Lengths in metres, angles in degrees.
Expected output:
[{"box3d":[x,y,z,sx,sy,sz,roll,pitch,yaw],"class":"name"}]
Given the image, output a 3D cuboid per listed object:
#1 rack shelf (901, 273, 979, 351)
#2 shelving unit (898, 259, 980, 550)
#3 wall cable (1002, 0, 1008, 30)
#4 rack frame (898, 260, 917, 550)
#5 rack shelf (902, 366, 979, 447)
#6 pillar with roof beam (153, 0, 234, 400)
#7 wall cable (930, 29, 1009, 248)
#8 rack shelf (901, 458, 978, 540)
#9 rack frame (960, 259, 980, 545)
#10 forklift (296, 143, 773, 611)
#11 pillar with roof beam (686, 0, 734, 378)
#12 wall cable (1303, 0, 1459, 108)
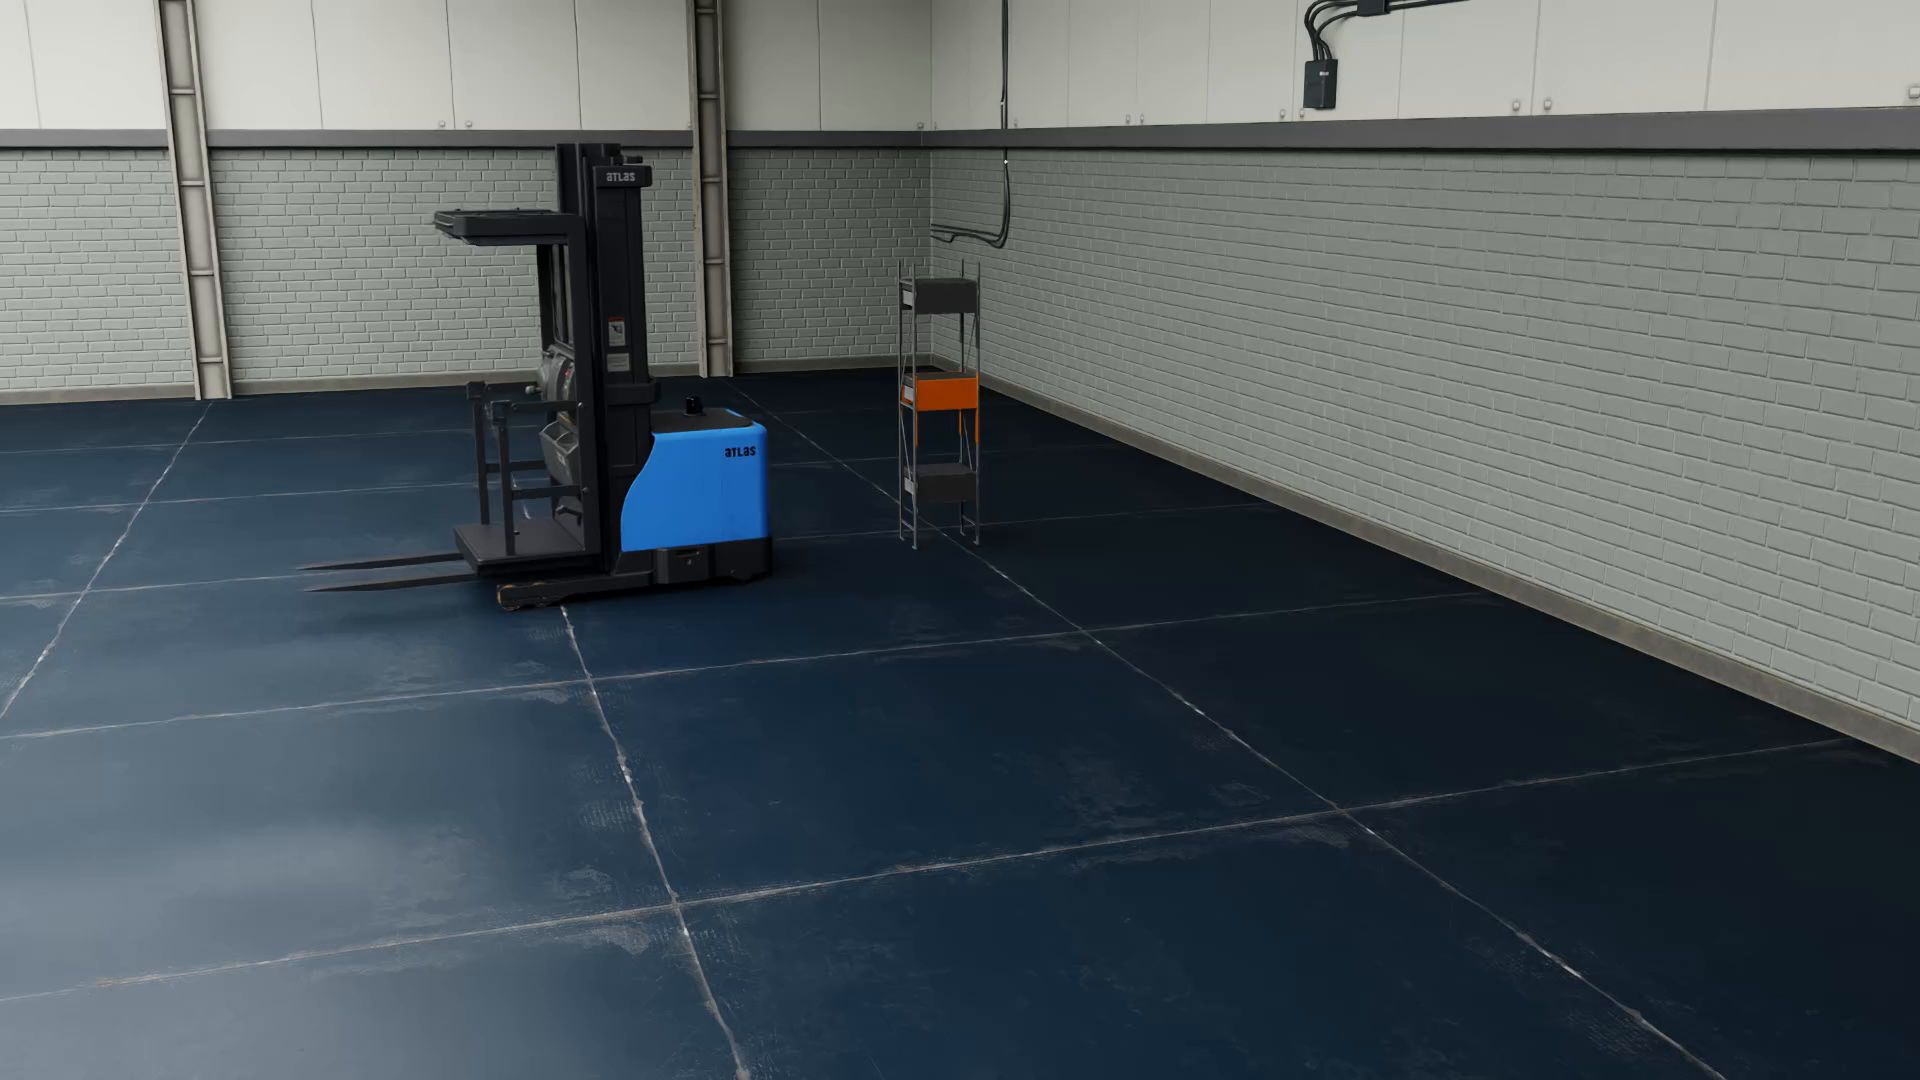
[{"box3d":[-0.157,-1.677,12.190,0.480,0.518,0.431,-4,14,-18],"class":"rack shelf"},{"box3d":[-0.157,-1.009,12.348,0.503,2.100,0.431,-4,14,-18],"class":"shelving unit"},{"box3d":[0.908,-6.797,17.567,0.112,2.526,3.097,-4,14,-18],"class":"wall cable"},{"box3d":[-0.388,-0.991,12.273,0.015,2.100,0.400,-4,14,-18],"class":"rack frame"},{"box3d":[-0.157,-0.996,12.352,0.480,0.518,0.431,-4,14,-18],"class":"rack shelf"},{"box3d":[-7.483,-5.129,14.761,0.400,9.000,9.100,-4,14,-18],"class":"pillar with roof beam"},{"box3d":[0.045,-4.933,20.646,0.112,2.526,3.097,-4,14,-18],"class":"wall cable"},{"box3d":[-0.157,-0.315,12.514,0.480,0.518,0.431,-4,14,-18],"class":"rack shelf"},{"box3d":[0.074,-1.027,12.424,0.015,2.100,0.400,-4,14,-18],"class":"rack frame"},{"box3d":[-2.852,-1.109,10.971,3.031,2.935,1.130,-6,15,-24],"class":"forklift"},{"box3d":[-1.796,-5.572,16.622,0.400,9.000,9.100,-4,14,-18],"class":"pillar with roof beam"},{"box3d":[3.058,-6.015,11.135,0.169,6.003,2.305,-4,14,-18],"class":"wall cable"}]
